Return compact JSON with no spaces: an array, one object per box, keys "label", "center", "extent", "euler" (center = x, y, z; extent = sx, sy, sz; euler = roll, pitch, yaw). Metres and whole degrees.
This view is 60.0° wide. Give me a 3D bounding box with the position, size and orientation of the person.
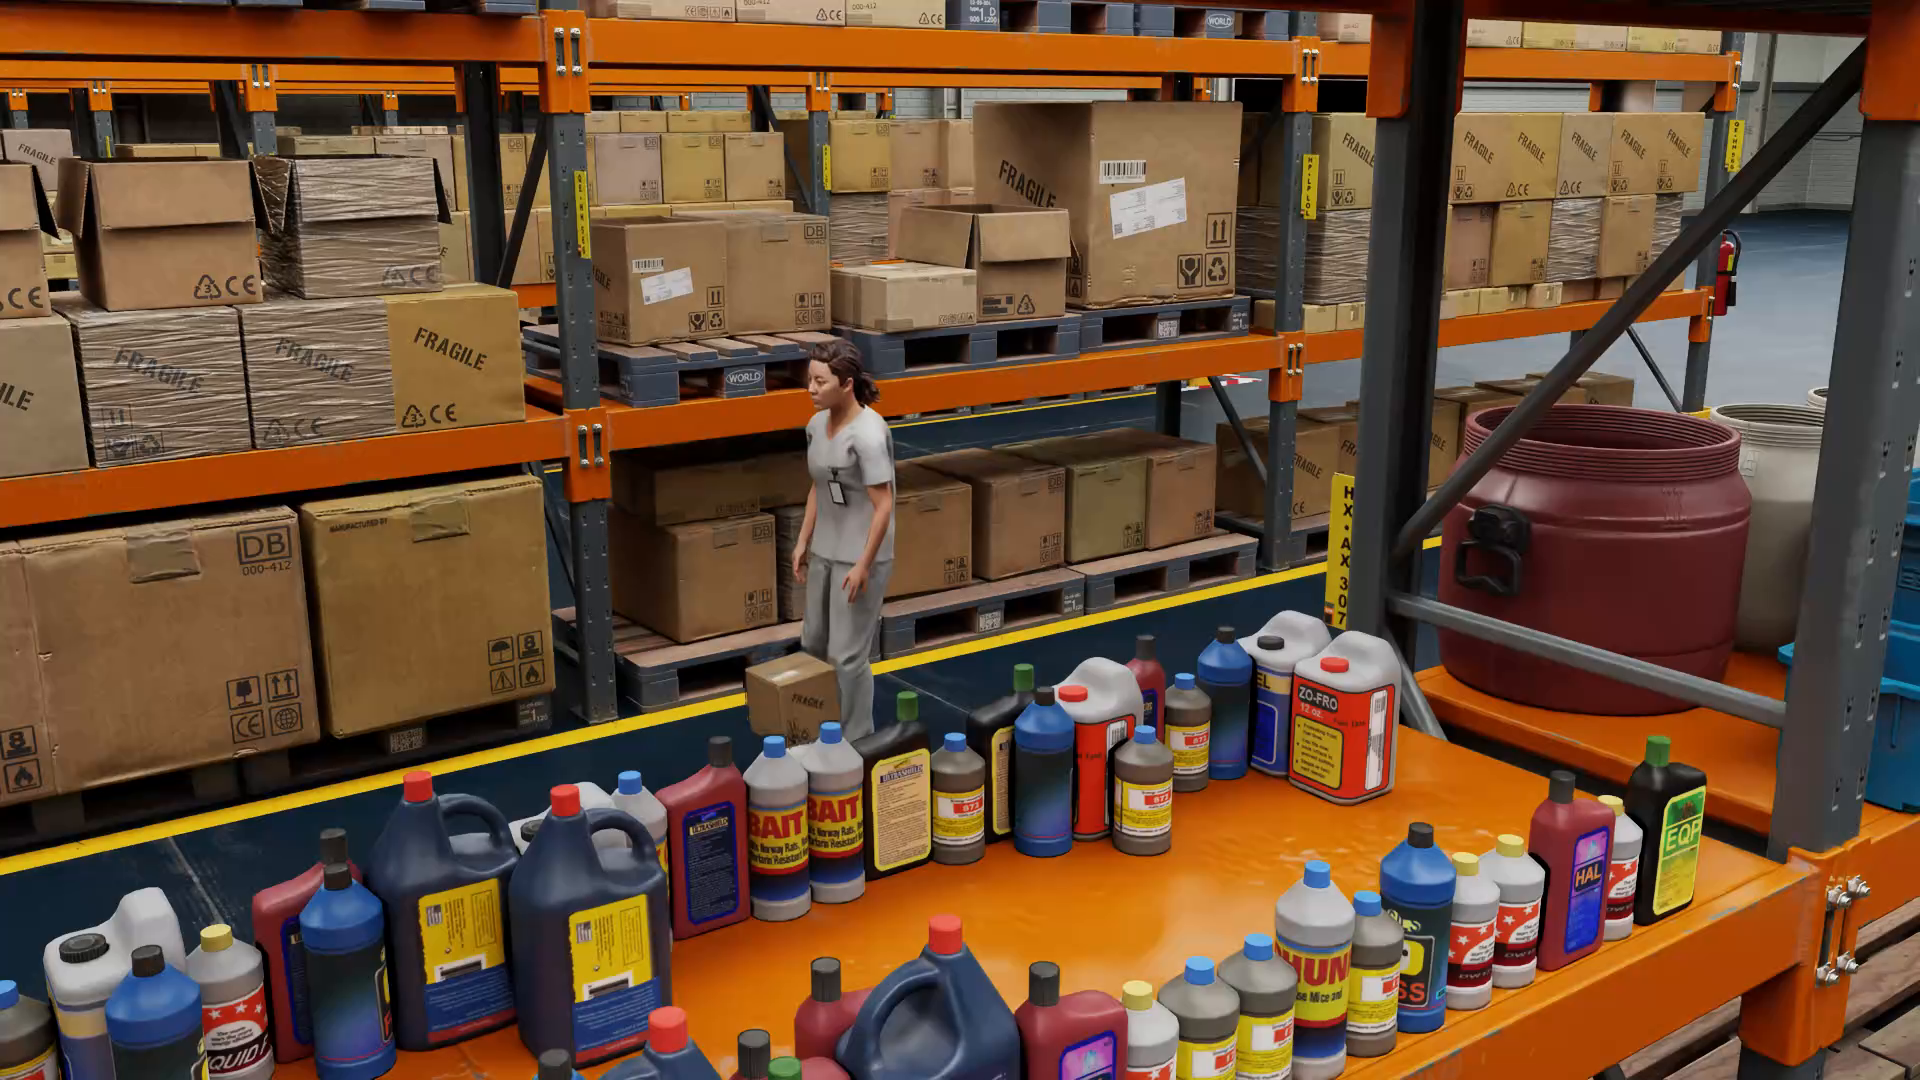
[{"label":"person","center":[-0.457,0.084,6.183],"extent":[0.413,1.675,0.480],"euler":[-11,18,-36]}]
